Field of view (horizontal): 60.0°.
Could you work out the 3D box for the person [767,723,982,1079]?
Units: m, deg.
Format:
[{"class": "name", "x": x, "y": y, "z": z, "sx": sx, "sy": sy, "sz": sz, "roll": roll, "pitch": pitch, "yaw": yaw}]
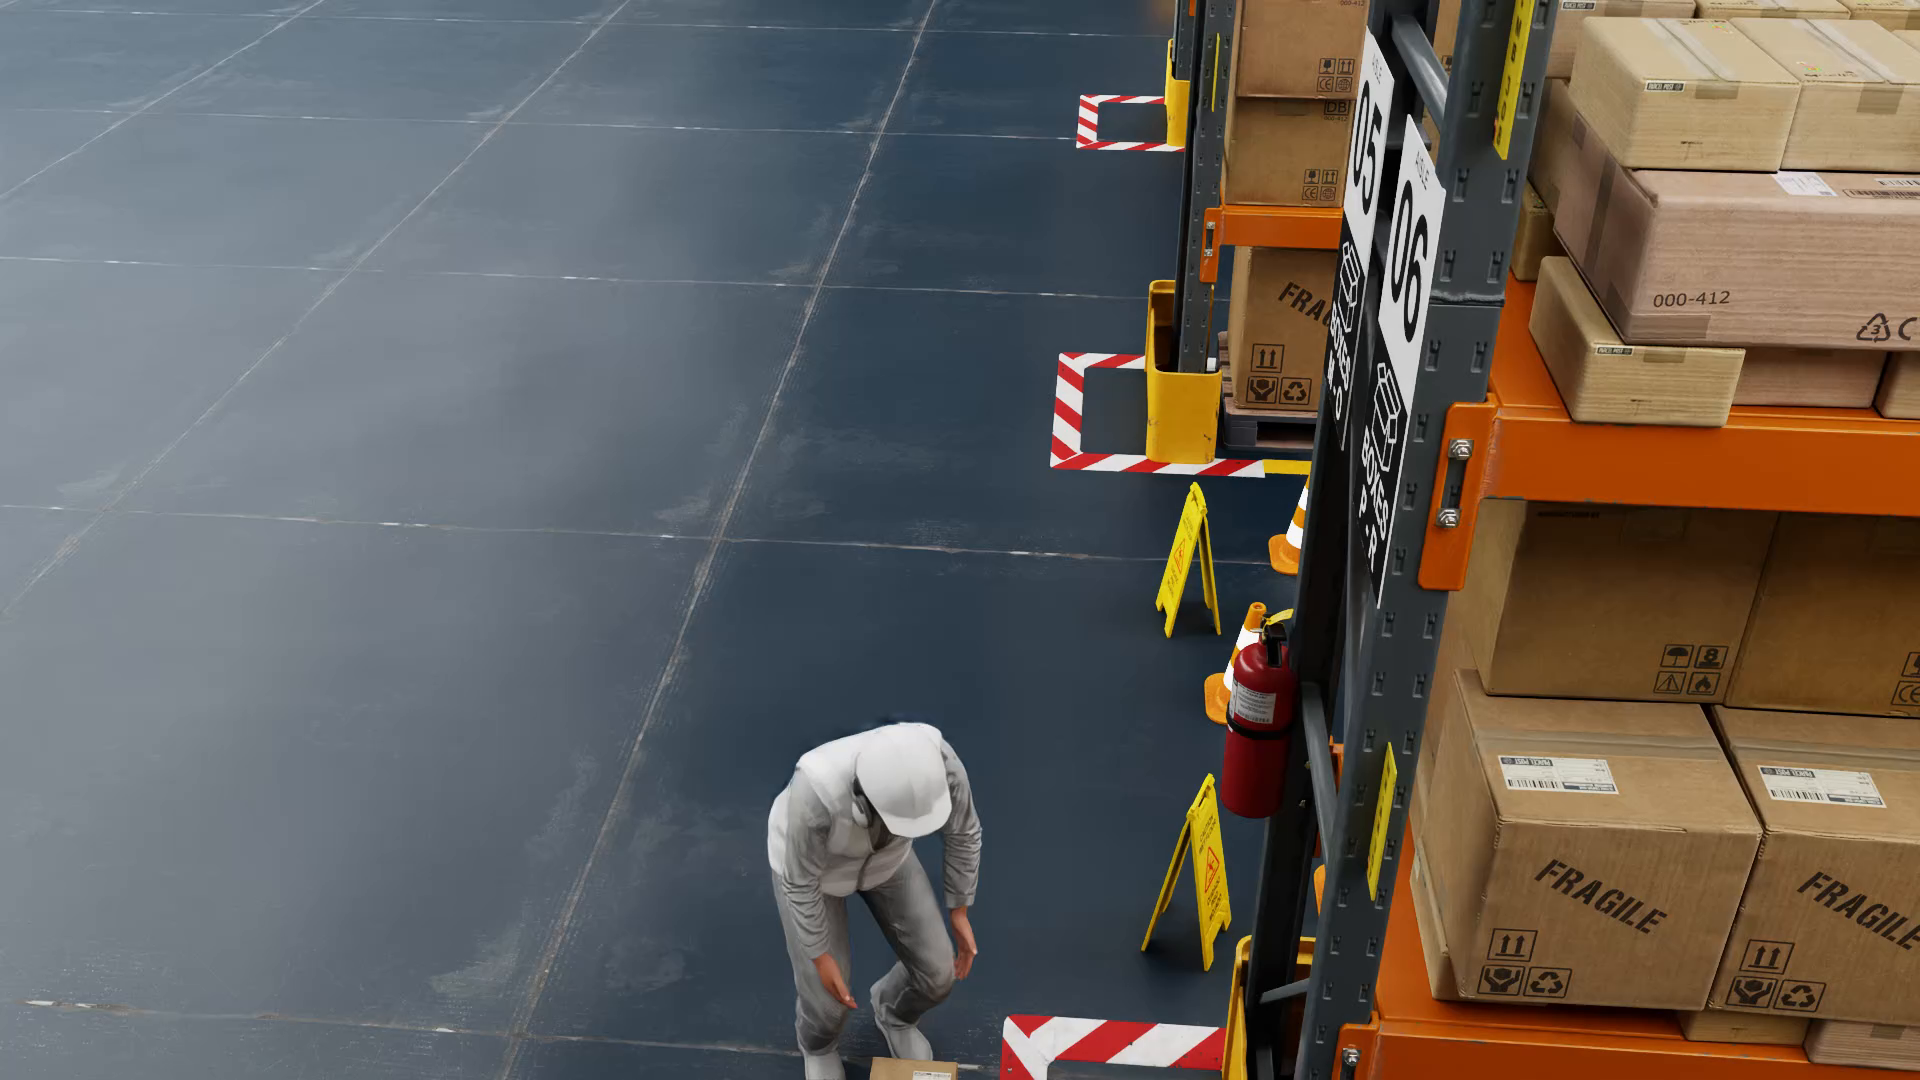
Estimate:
[{"class": "person", "x": -0.241, "y": 1.002, "z": 4.777, "sx": 0.591, "sy": 1.478, "sz": 0.734, "roll": -12, "pitch": 34, "yaw": -19}]
